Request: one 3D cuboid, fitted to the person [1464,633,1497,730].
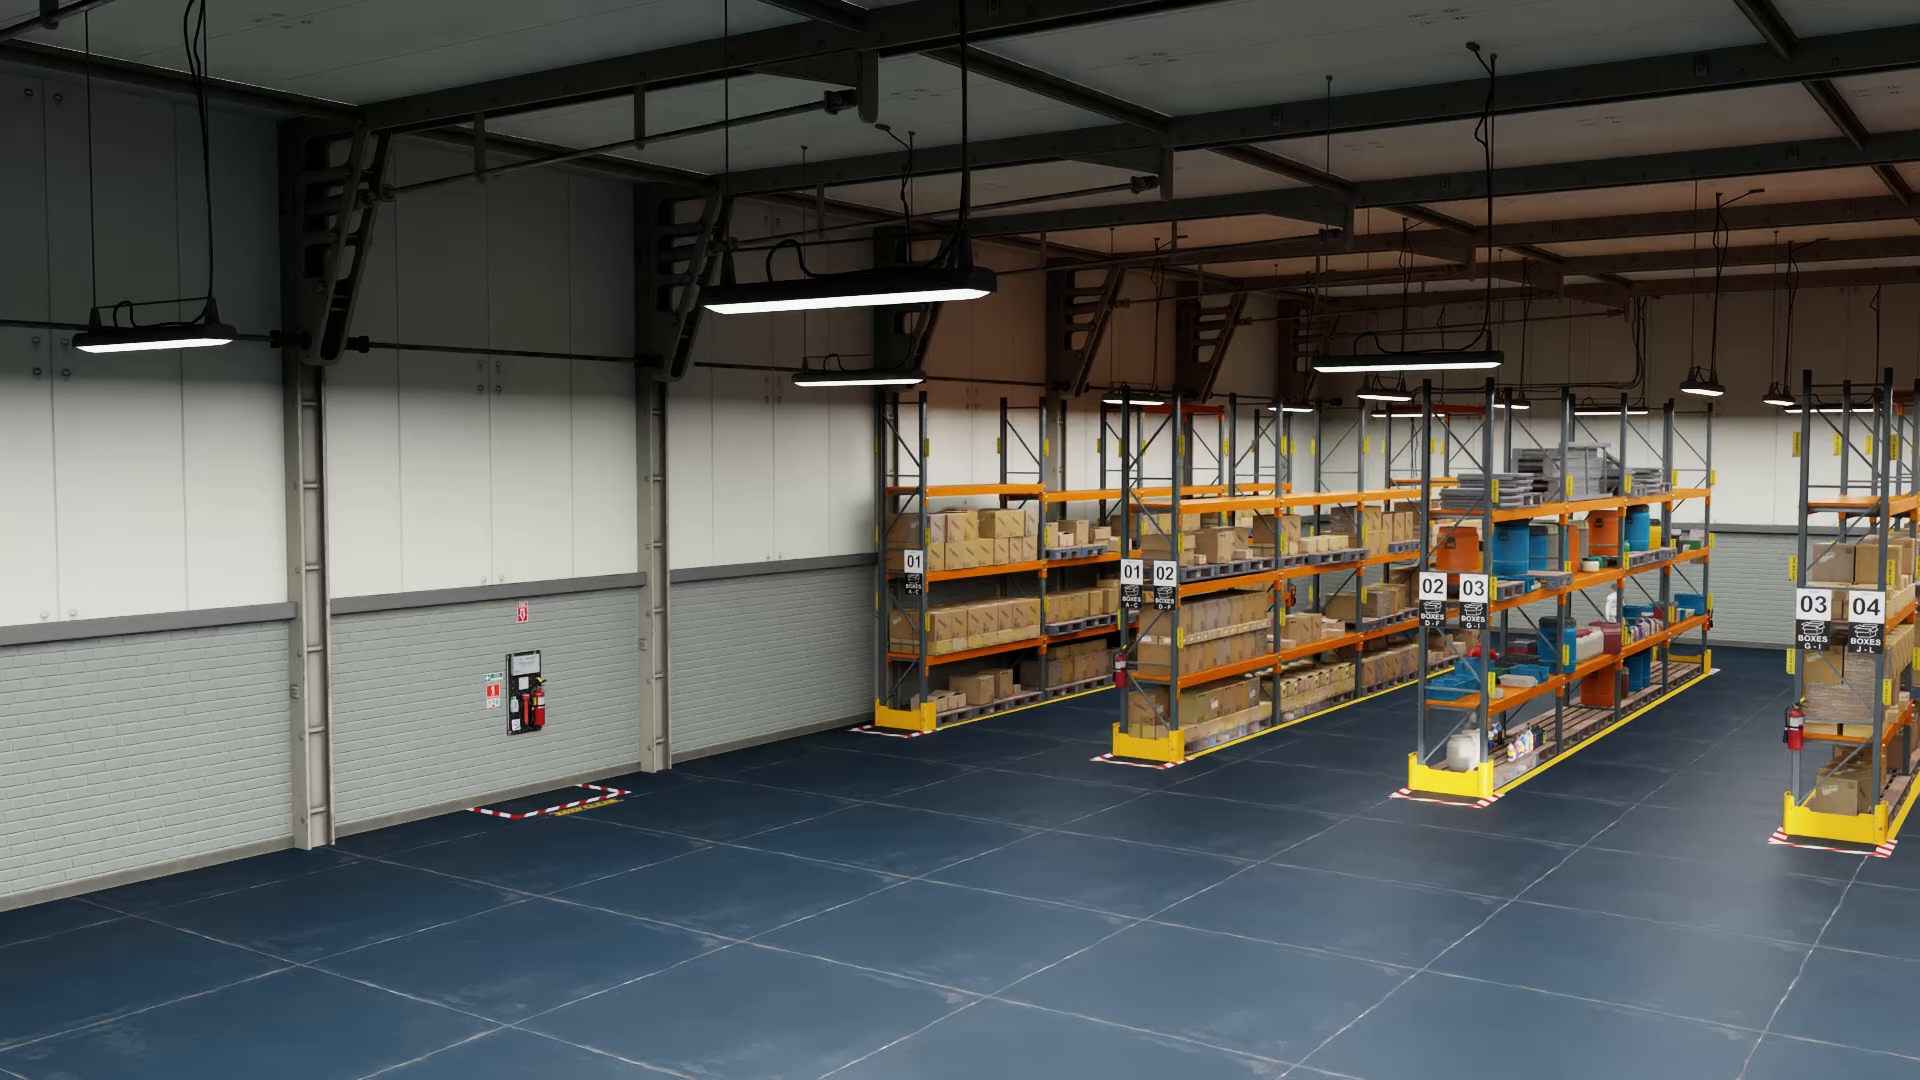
[{"bbox_3d":[9.183,2.510,29.326,0.587,1.725,0.464,0,3,1],"label":"person"}]

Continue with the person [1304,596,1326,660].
[{"bbox_3d":[7.825,2.079,36.596,0.634,1.781,0.532,1,3,10],"label":"person"}]

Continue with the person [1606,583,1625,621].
[{"bbox_3d":[16.349,1.885,41.319,0.507,1.627,0.912,-2,4,-28],"label":"person"}]
